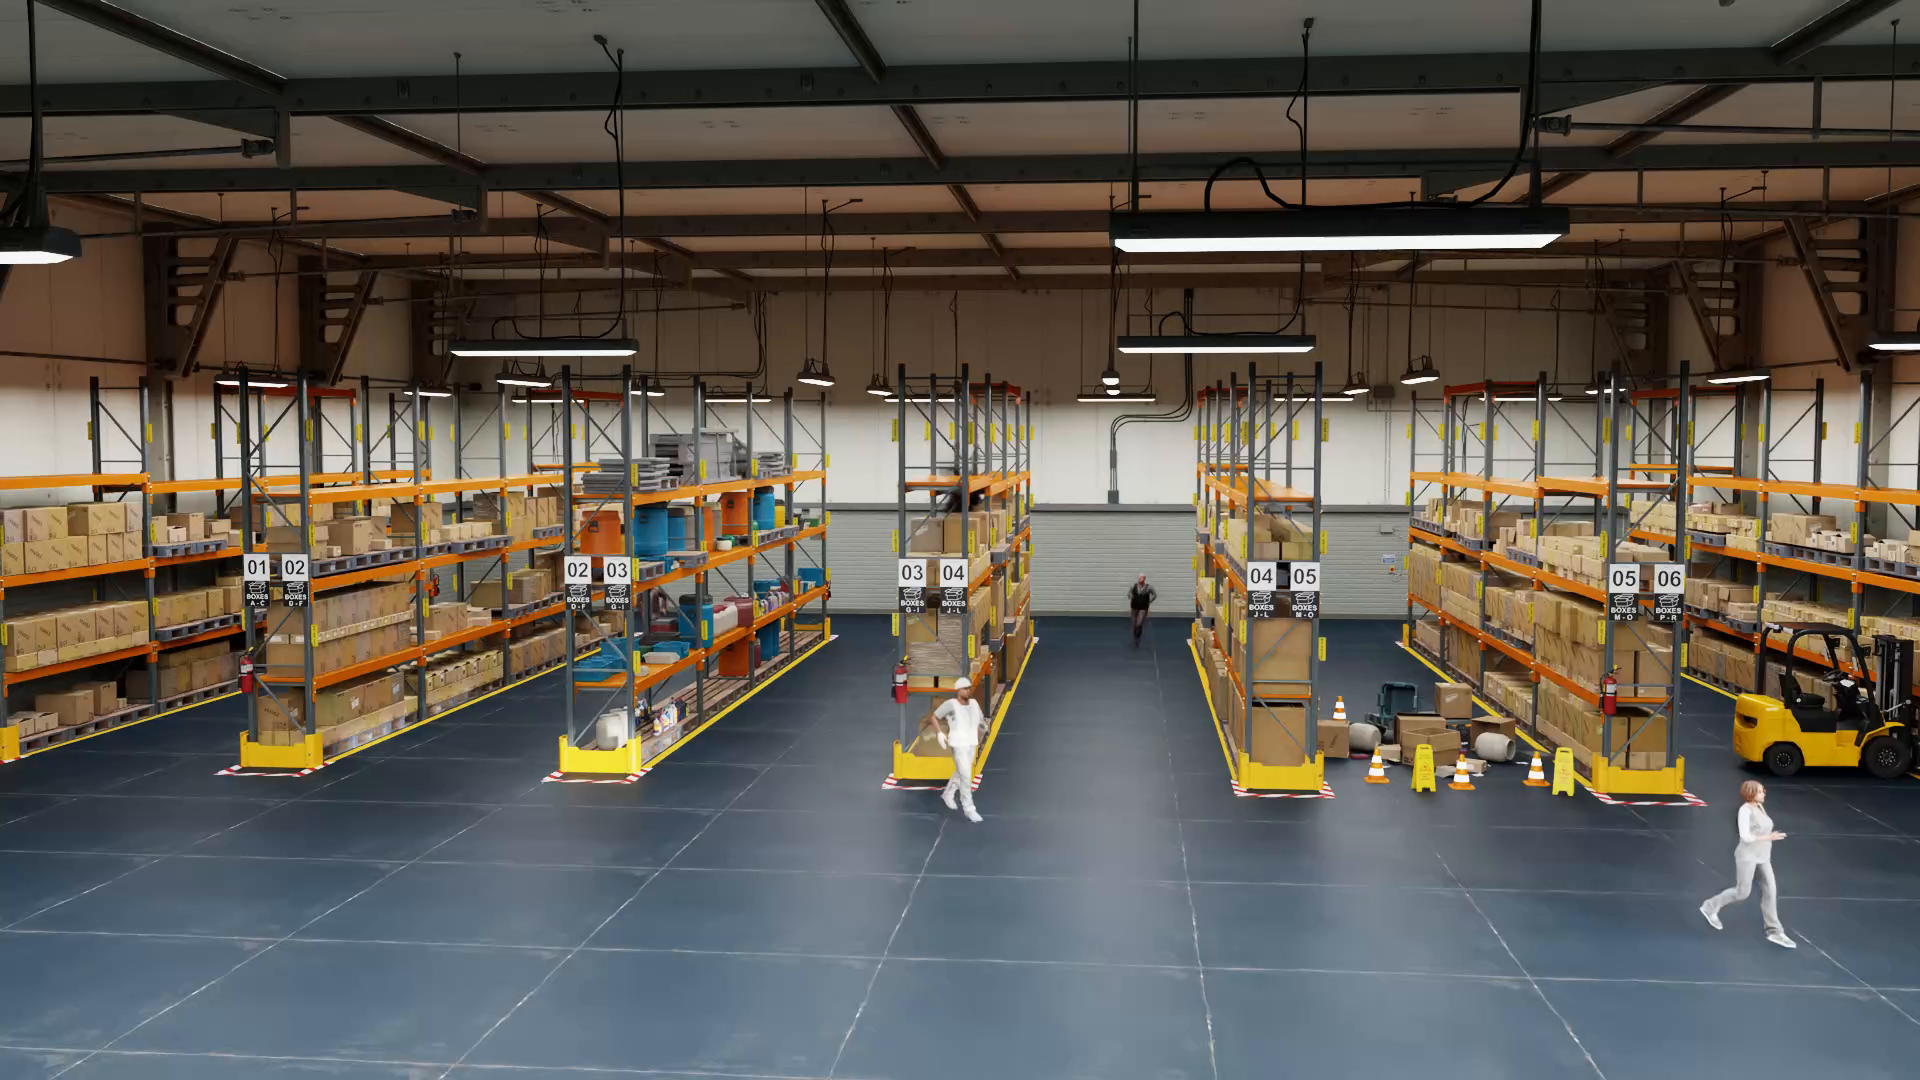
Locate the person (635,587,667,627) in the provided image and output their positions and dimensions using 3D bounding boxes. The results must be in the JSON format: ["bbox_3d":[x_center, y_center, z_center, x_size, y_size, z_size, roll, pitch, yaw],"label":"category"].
[{"bbox_3d":[-6.921,1.738,37.159,0.668,1.835,0.907,0,4,-1],"label":"person"}]

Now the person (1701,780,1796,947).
[{"bbox_3d":[7.763,3.137,16.325,0.539,1.583,0.894,-3,5,-39],"label":"person"}]

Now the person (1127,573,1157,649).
[{"bbox_3d":[4.222,1.669,38.882,0.657,1.781,0.741,2,4,27],"label":"person"}]

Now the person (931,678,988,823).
[{"bbox_3d":[0.035,2.696,21.670,0.679,1.810,0.914,-3,5,-43],"label":"person"}]
